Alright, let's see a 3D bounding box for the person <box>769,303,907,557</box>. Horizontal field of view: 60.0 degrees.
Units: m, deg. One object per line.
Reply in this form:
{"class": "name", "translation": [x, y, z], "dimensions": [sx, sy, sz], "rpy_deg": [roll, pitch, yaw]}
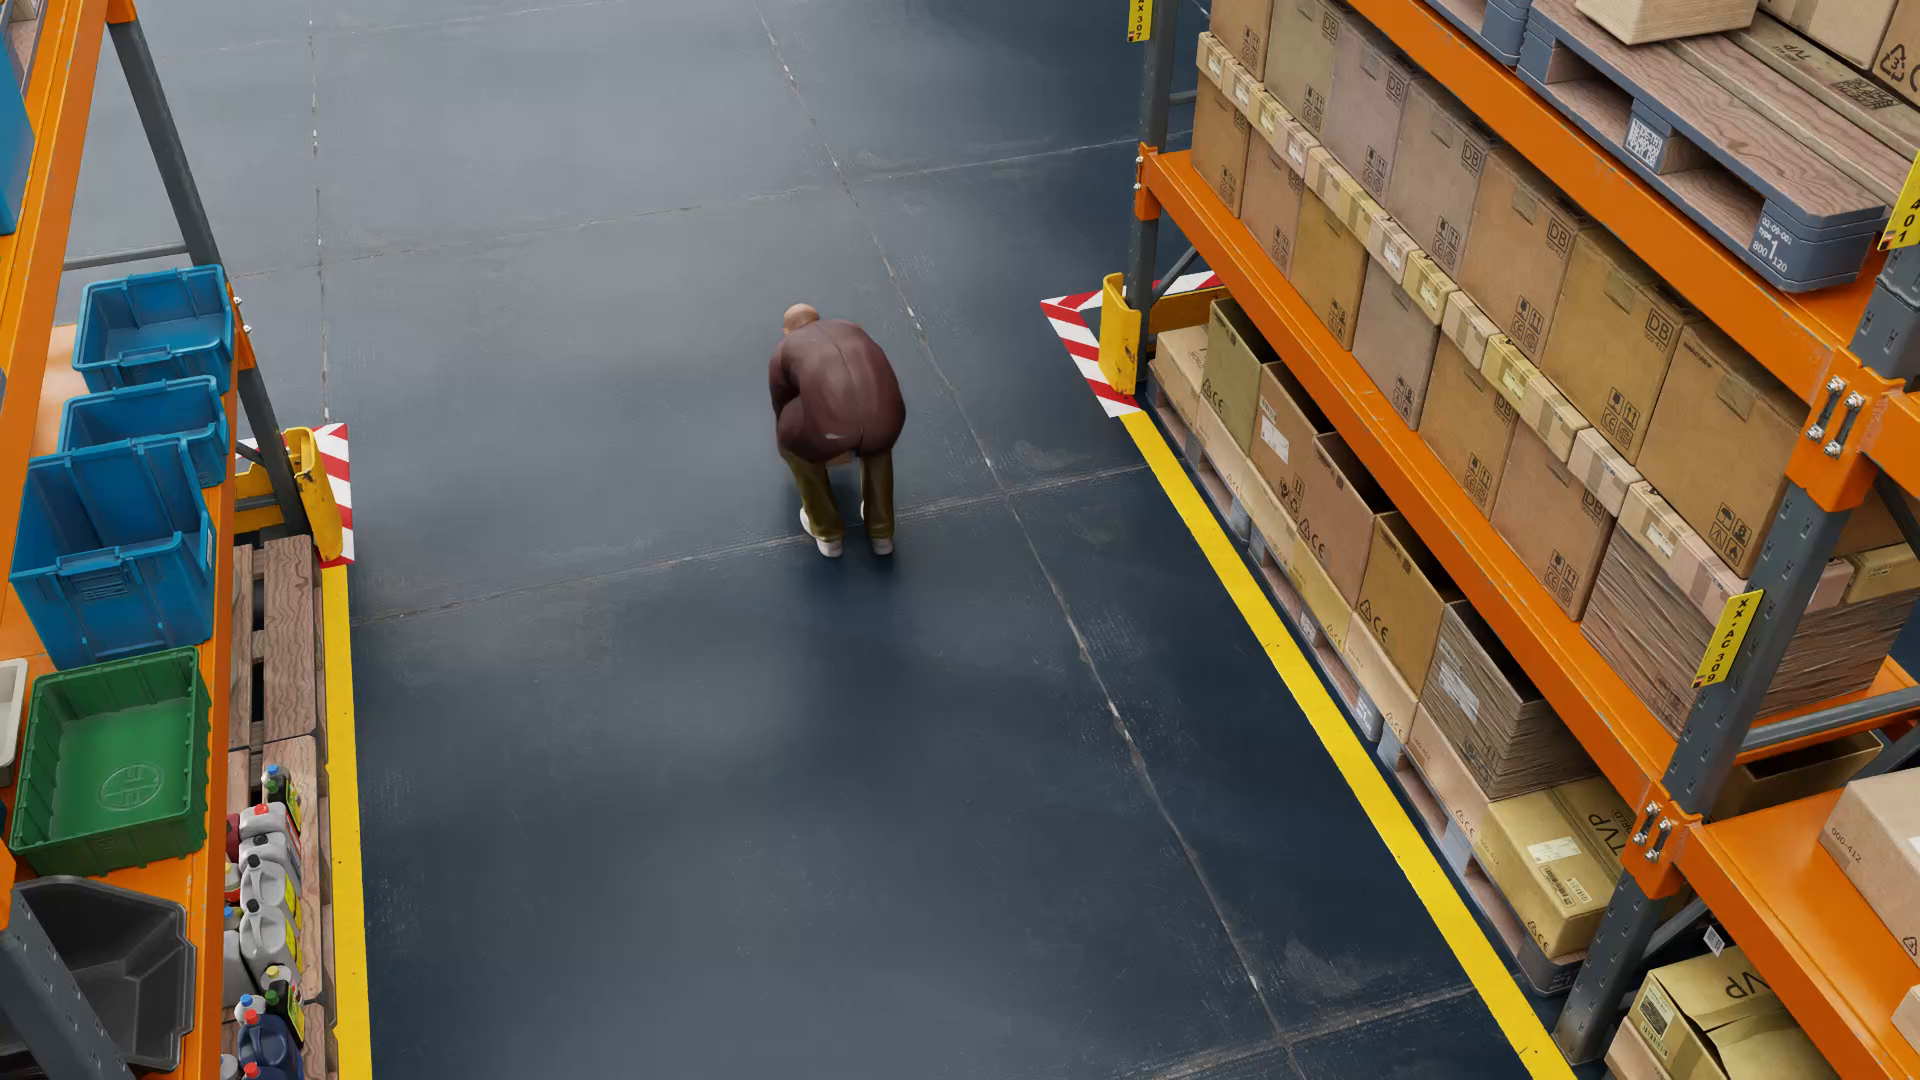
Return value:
{"class": "person", "translation": [-0.557, -0.521, 7.301], "dimensions": [0.577, 1.051, 0.945], "rpy_deg": [-14, 43, -15]}
